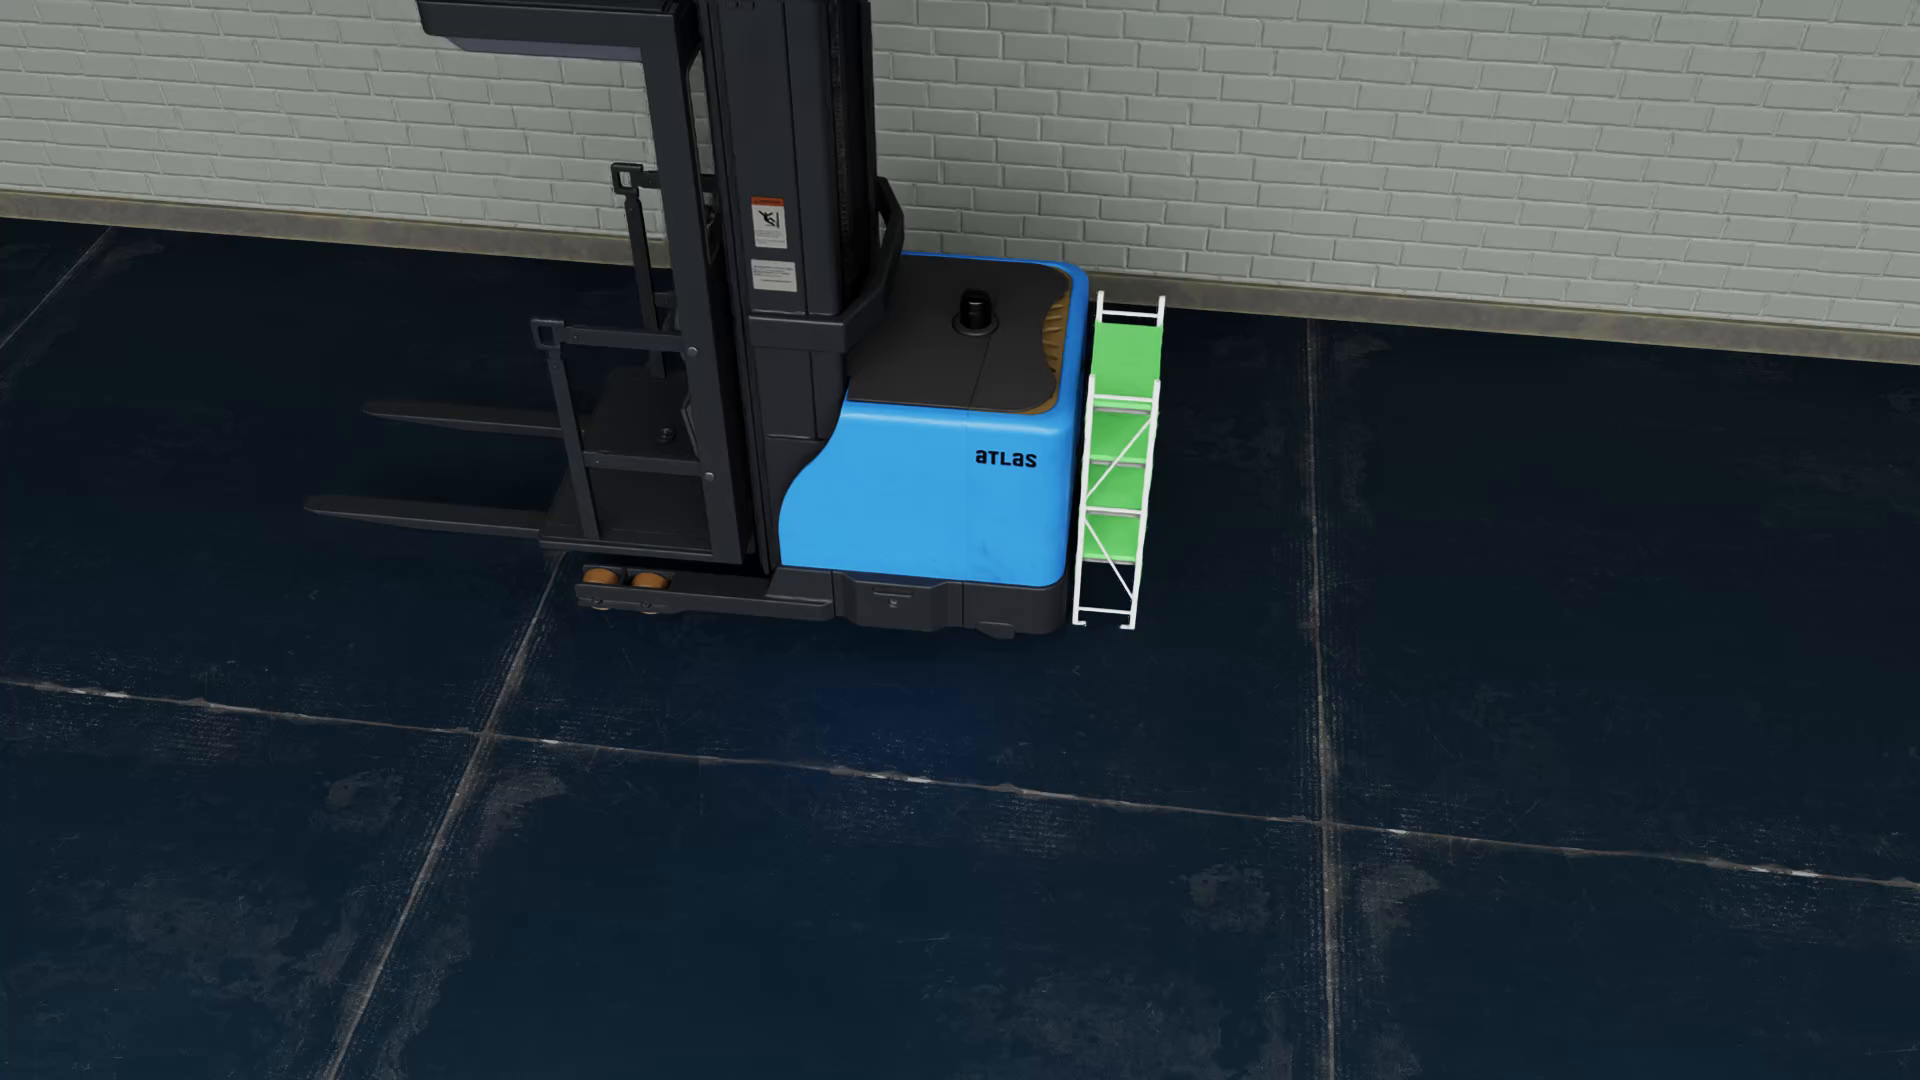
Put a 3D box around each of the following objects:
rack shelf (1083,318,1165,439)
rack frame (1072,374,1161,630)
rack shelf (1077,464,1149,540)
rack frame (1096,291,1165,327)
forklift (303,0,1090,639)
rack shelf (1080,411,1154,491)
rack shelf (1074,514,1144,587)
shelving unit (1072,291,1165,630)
[{"bbox_3d":[0.582,-0.575,5.879,0.258,0.148,0.480,5,44,5],"label":"rack shelf"},{"bbox_3d":[0.552,-0.106,5.989,0.240,1.200,0.015,5,44,5],"label":"rack frame"},{"bbox_3d":[0.582,-0.226,6.209,0.258,0.148,0.480,5,44,5],"label":"rack shelf"},{"bbox_3d":[0.612,-0.439,6.341,0.240,1.200,0.015,5,44,5],"label":"rack frame"},{"bbox_3d":[-1.052,-1.132,5.814,3.031,2.935,1.130,5,44,5],"label":"forklift"},{"bbox_3d":[0.582,-0.401,6.044,0.258,0.148,0.480,5,44,5],"label":"rack shelf"},{"bbox_3d":[0.582,-0.052,6.374,0.258,0.148,0.480,5,44,5],"label":"rack shelf"},{"bbox_3d":[0.582,-0.273,6.165,0.258,1.200,0.503,5,44,5],"label":"shelving unit"}]
